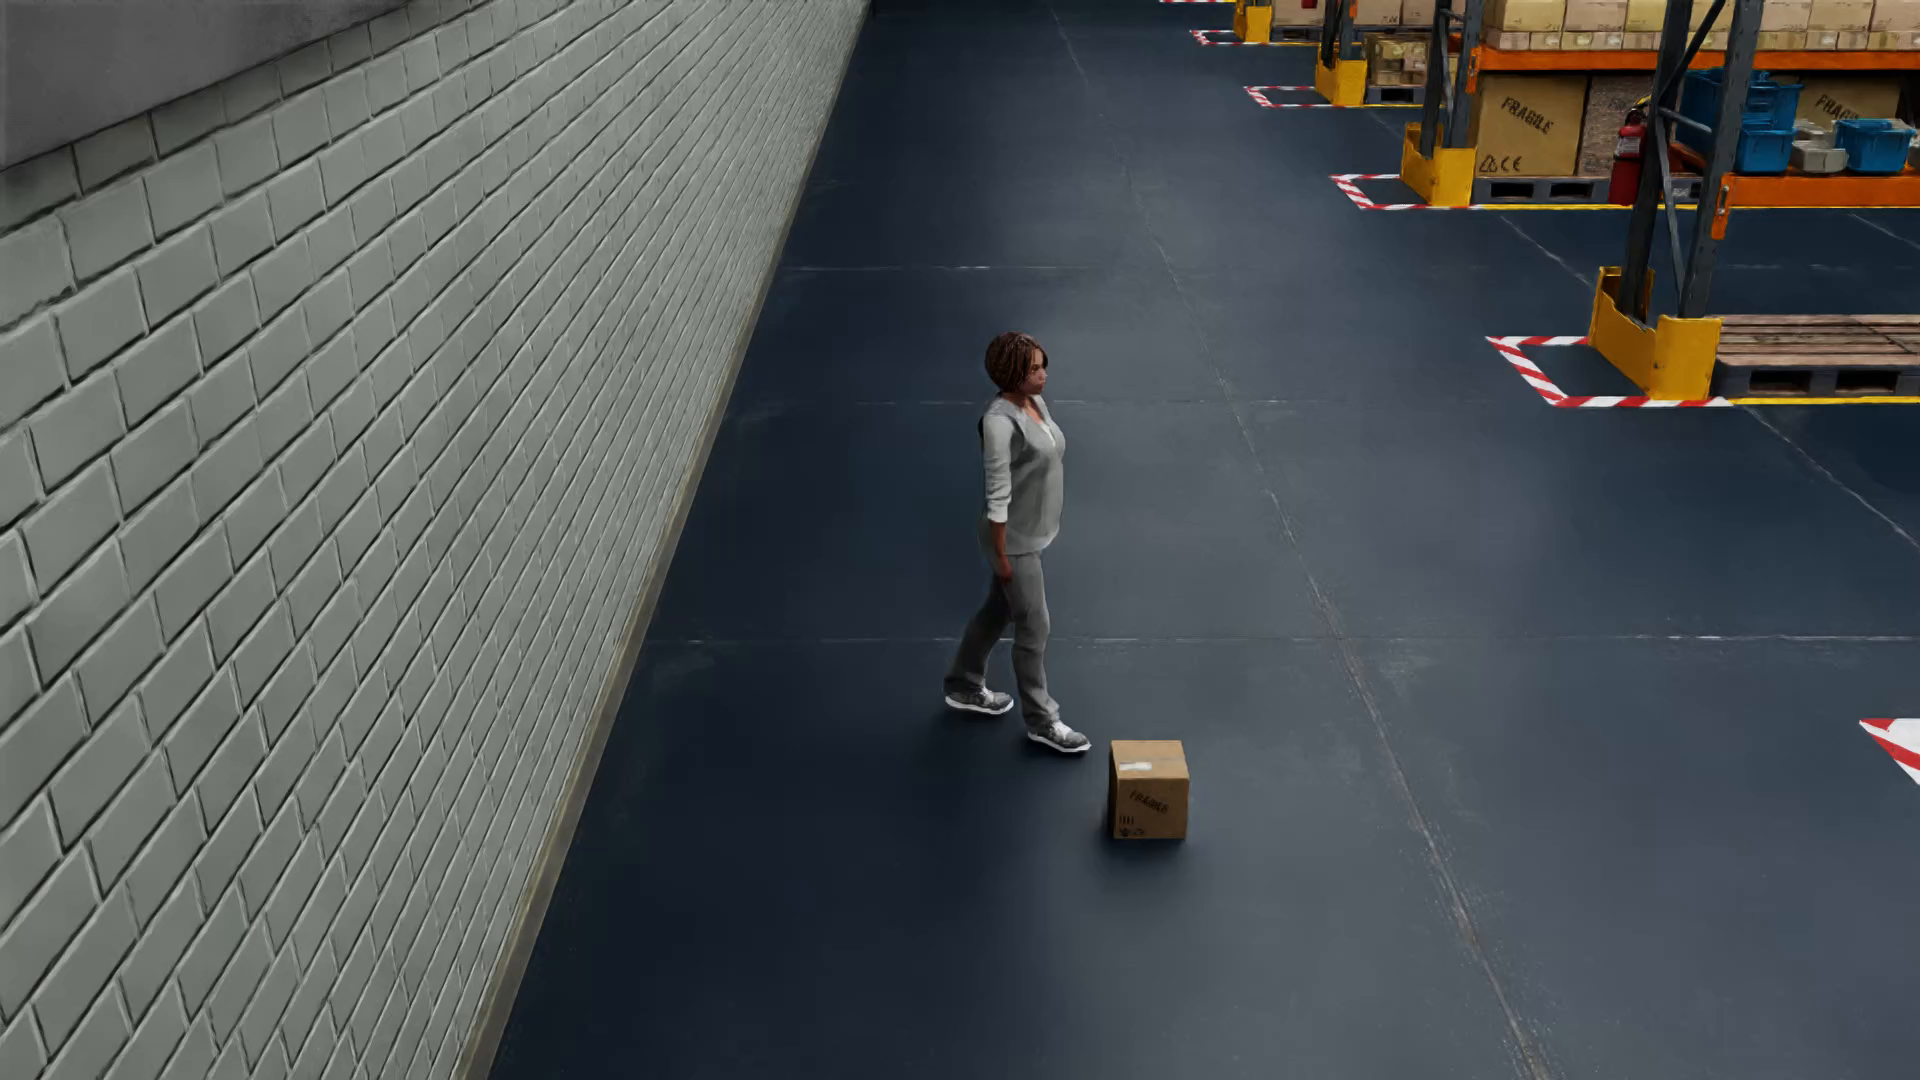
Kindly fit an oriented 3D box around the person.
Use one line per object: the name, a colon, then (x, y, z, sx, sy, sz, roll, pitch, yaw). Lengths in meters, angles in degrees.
person: (0.163, 0.072, 6.164, 0.491, 1.278, 0.404, 7, 25, 16)
